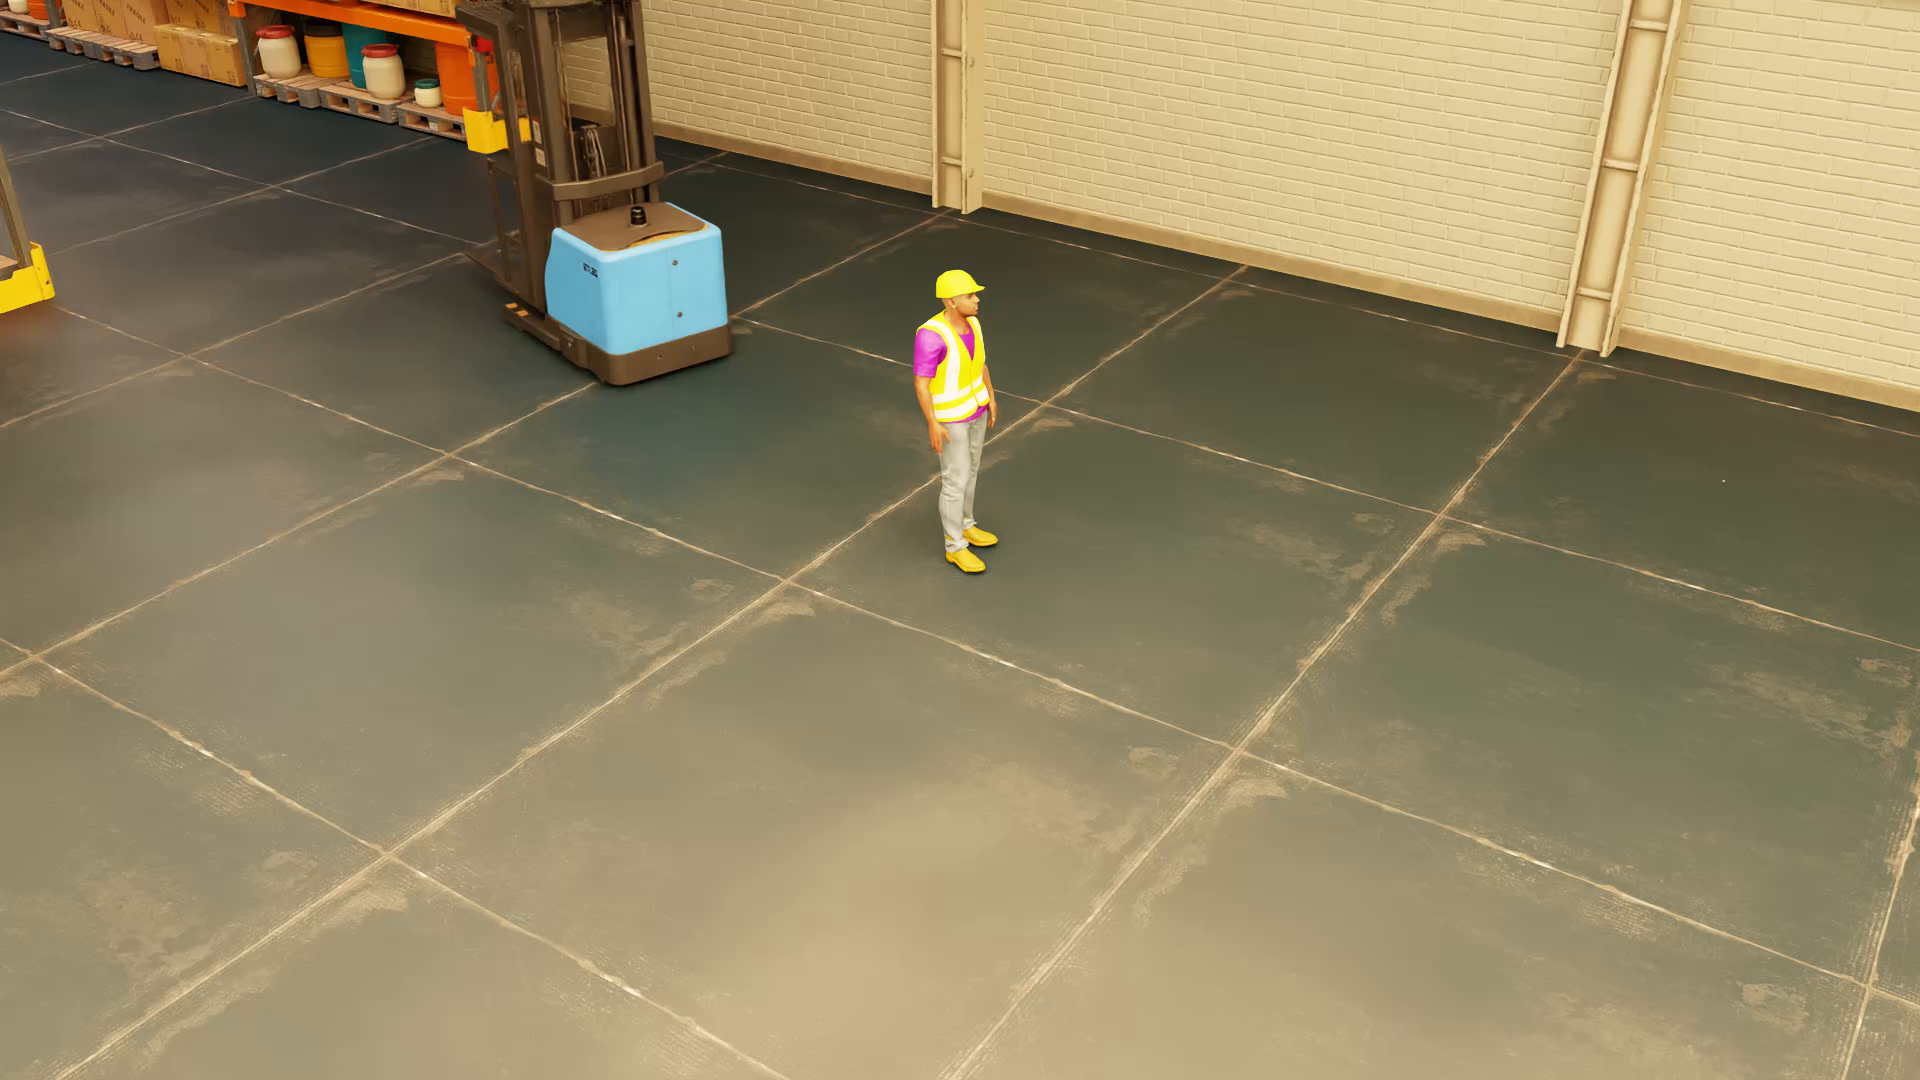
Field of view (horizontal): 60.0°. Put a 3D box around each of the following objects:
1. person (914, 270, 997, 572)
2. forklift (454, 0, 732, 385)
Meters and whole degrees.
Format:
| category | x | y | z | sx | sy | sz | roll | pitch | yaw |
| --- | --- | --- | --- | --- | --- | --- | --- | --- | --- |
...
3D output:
| category | x | y | z | sx | sy | sz | roll | pitch | yaw |
| --- | --- | --- | --- | --- | --- | --- | --- | --- | --- |
| person | 0.054 | -0.748 | 10.015 | 0.577 | 1.765 | 0.665 | 19 | 35 | 29 |
| forklift | -3.079 | -3.089 | 12.901 | 1.130 | 2.935 | 3.031 | -22 | 37 | -33 |
